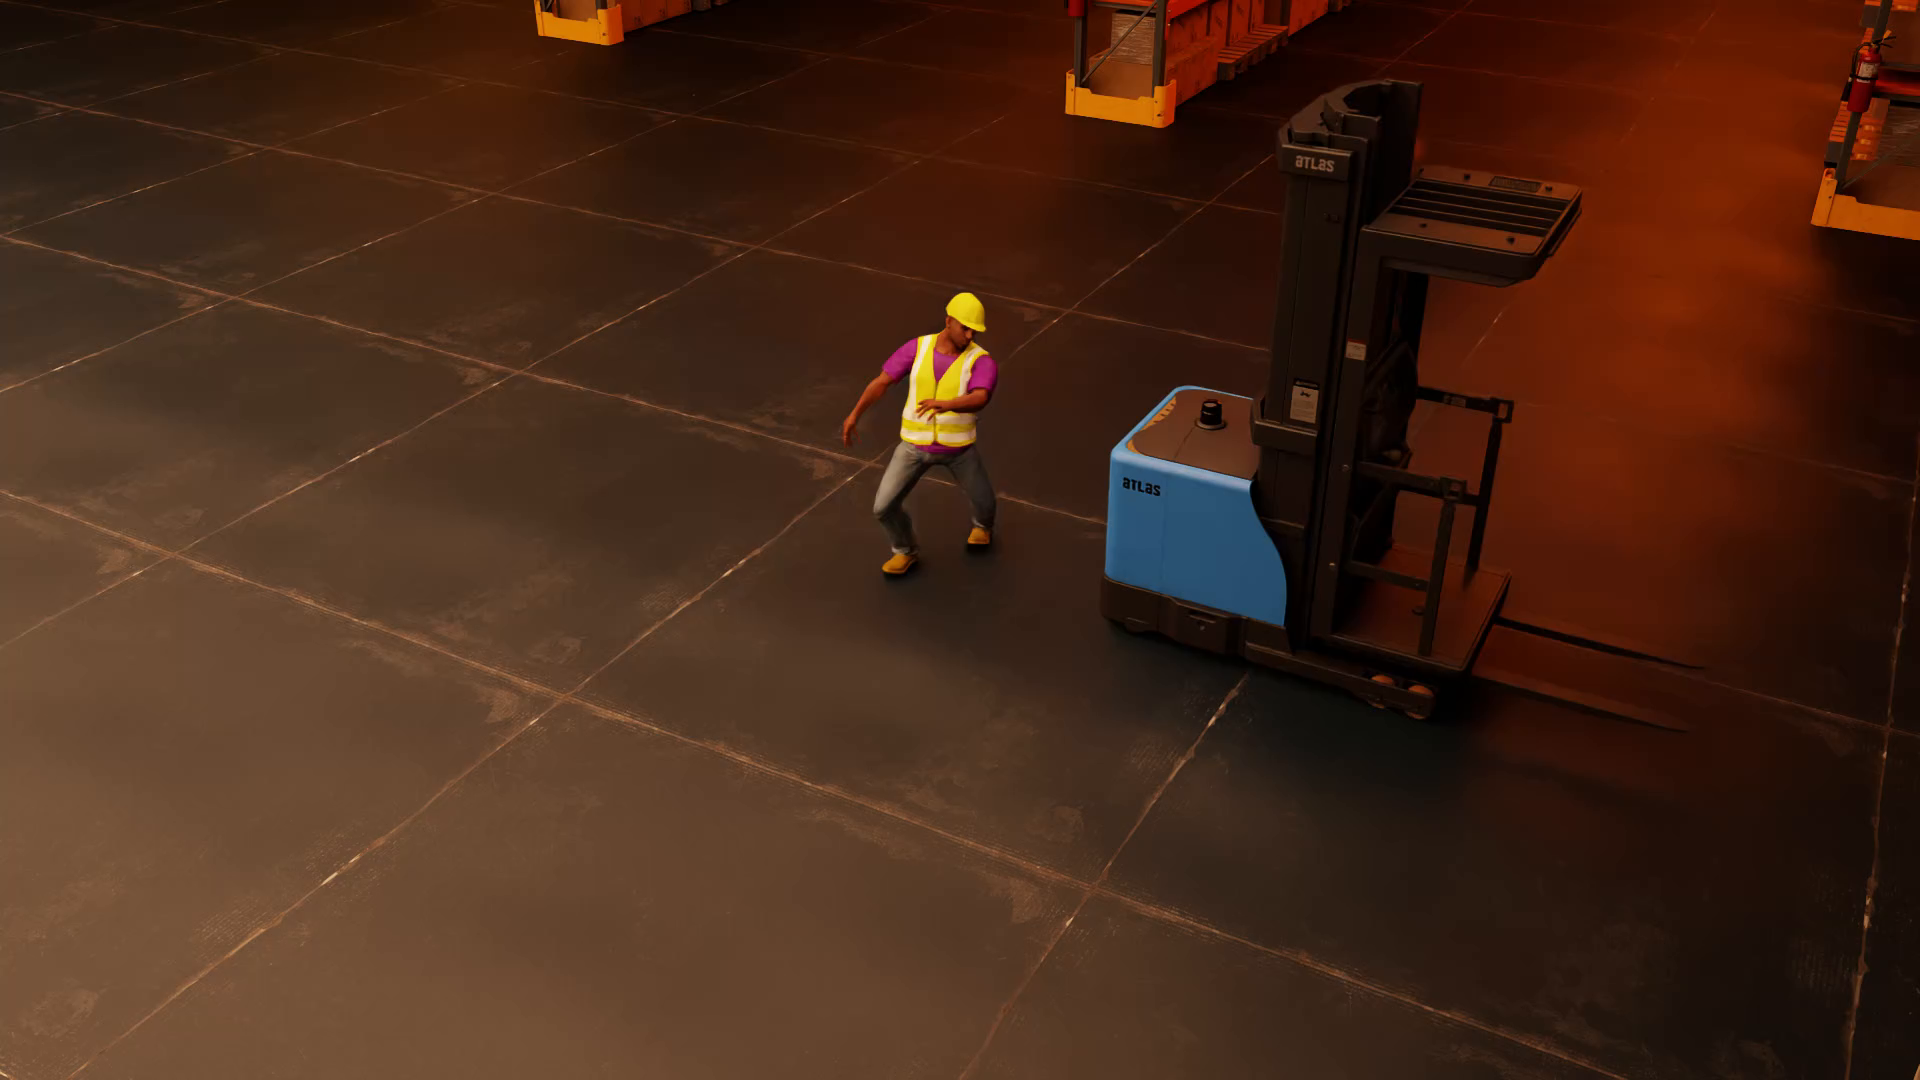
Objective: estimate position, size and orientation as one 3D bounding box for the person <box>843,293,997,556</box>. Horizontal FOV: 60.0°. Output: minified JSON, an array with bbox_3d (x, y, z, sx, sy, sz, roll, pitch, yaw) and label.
[{"bbox_3d":[-0.230,-0.574,9.306,0.863,1.544,0.871,1,30,2],"label":"person"}]

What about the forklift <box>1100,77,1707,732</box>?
[{"bbox_3d":[2.317,-0.667,8.227,3.031,2.935,1.130,15,33,24],"label":"forklift"}]
